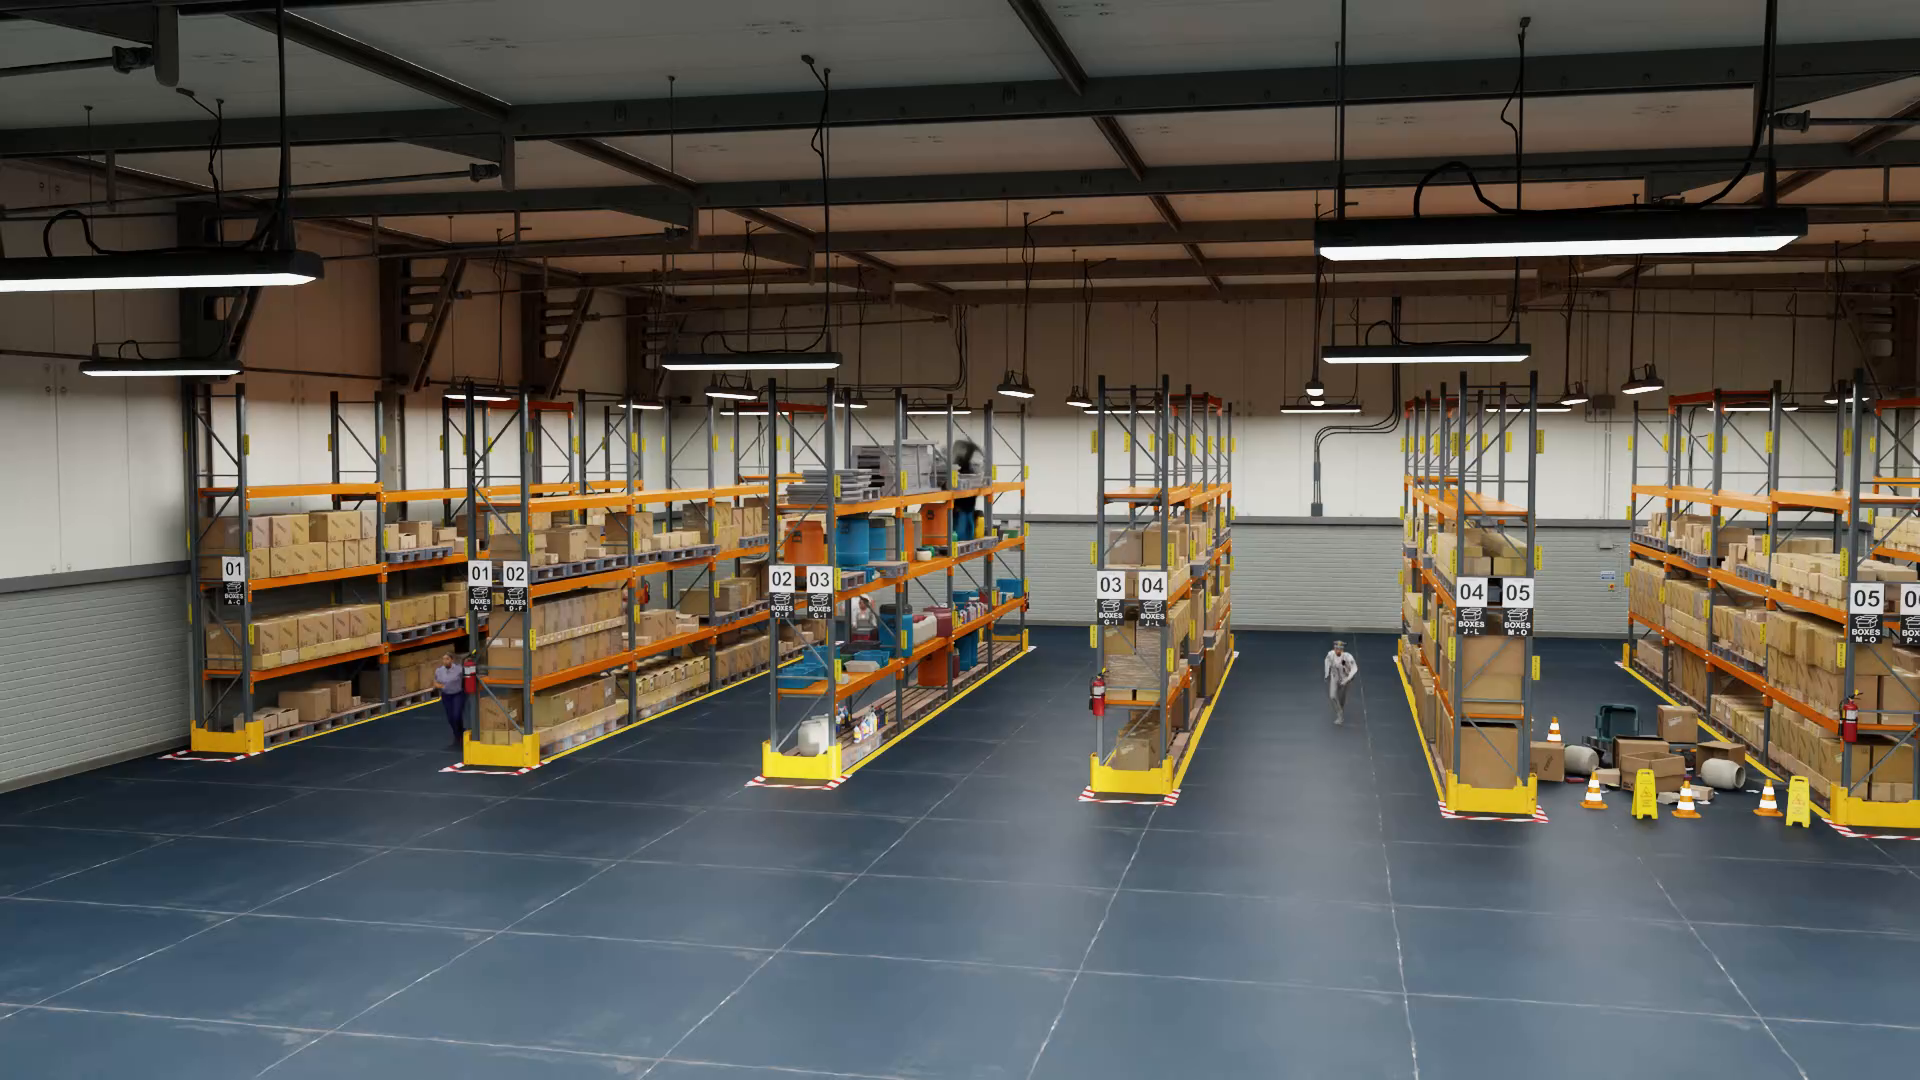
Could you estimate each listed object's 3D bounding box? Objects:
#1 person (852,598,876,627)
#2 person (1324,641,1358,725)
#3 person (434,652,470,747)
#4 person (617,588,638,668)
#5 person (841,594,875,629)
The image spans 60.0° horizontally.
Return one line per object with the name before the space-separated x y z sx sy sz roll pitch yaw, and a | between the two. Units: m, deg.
person | -2.005 1.954 34.941 0.537 1.521 0.660 0 3 -2
person | 6.900 2.535 30.059 0.602 1.517 1.039 1 4 21
person | -8.427 2.636 27.638 0.537 1.563 0.881 0 3 4
person | -7.560 1.984 37.350 0.701 1.791 0.746 0 3 1
person | -2.208 1.823 35.703 0.658 1.912 0.873 1 3 16
